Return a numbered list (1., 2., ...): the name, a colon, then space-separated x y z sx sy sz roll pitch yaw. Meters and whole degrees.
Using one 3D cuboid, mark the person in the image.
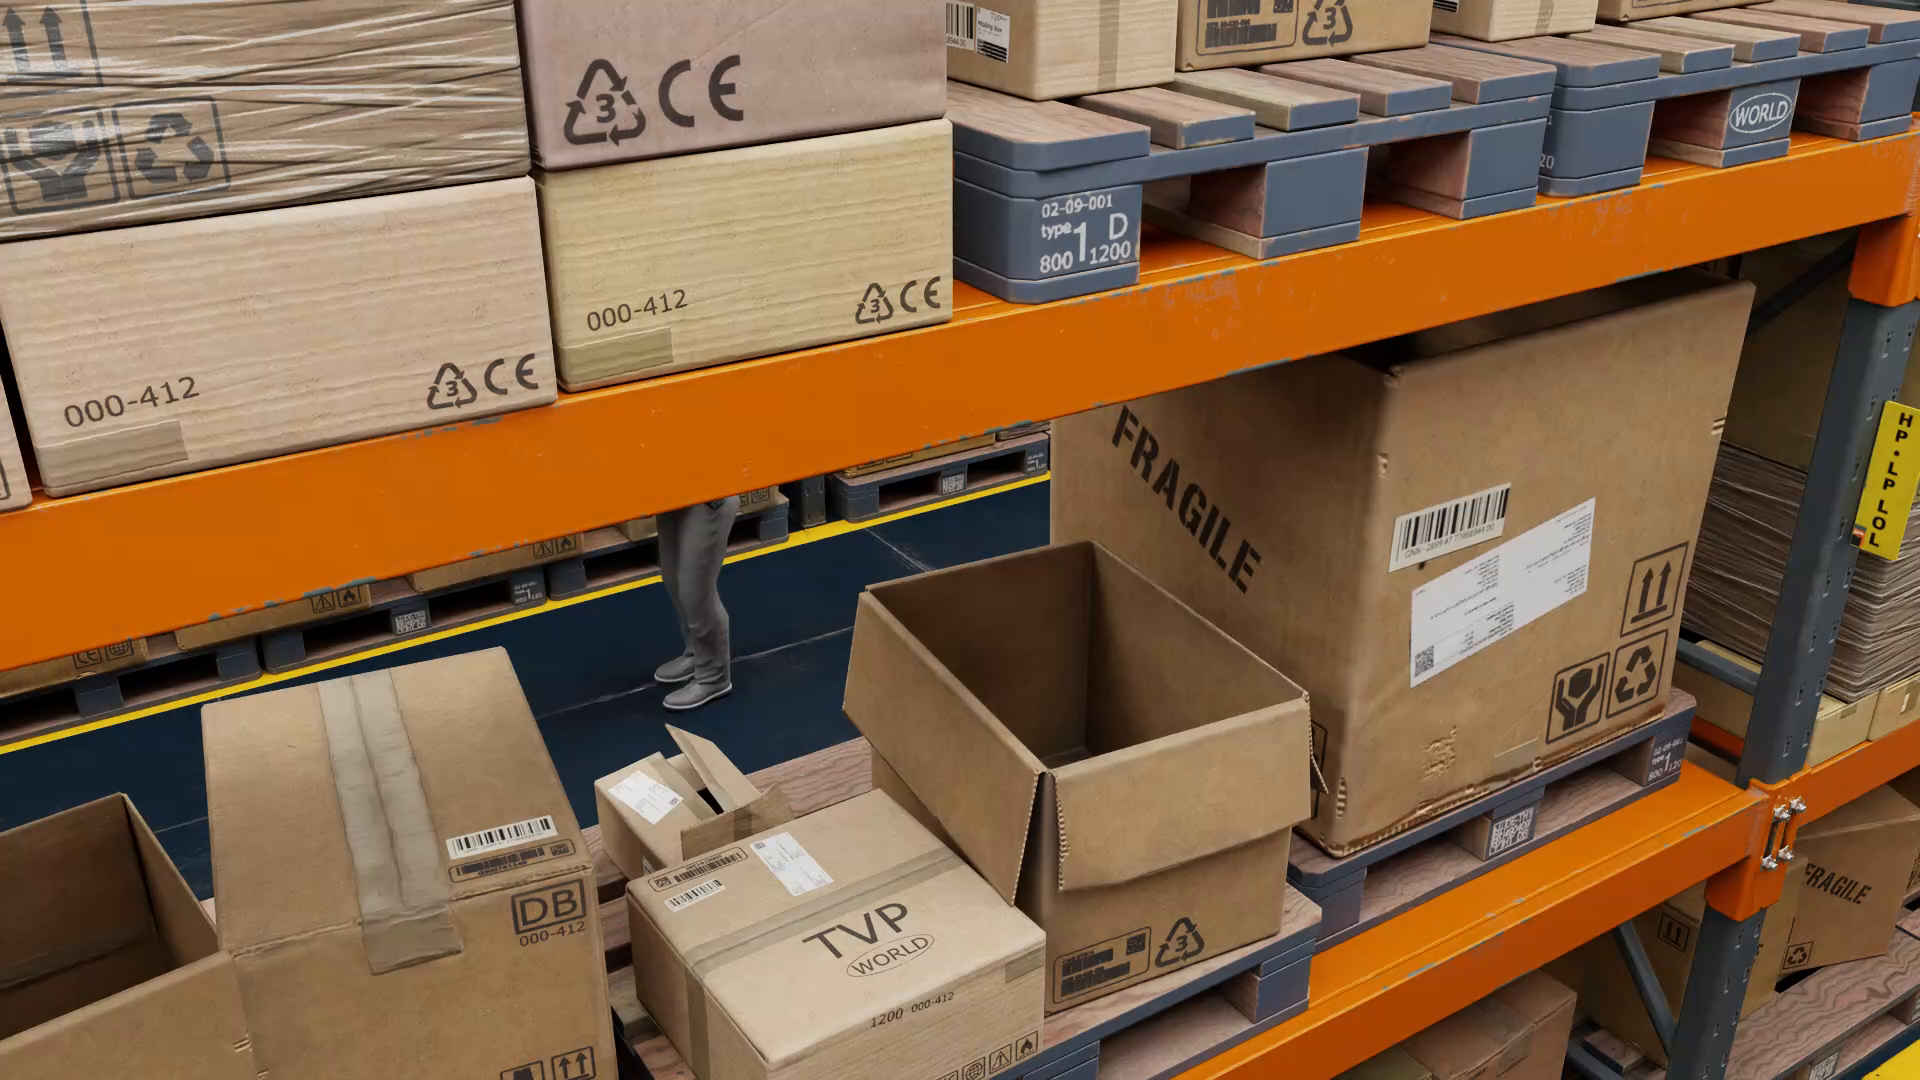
1. person: -1.085 -0.158 6.411 0.535 1.688 0.449 -15 29 -29
